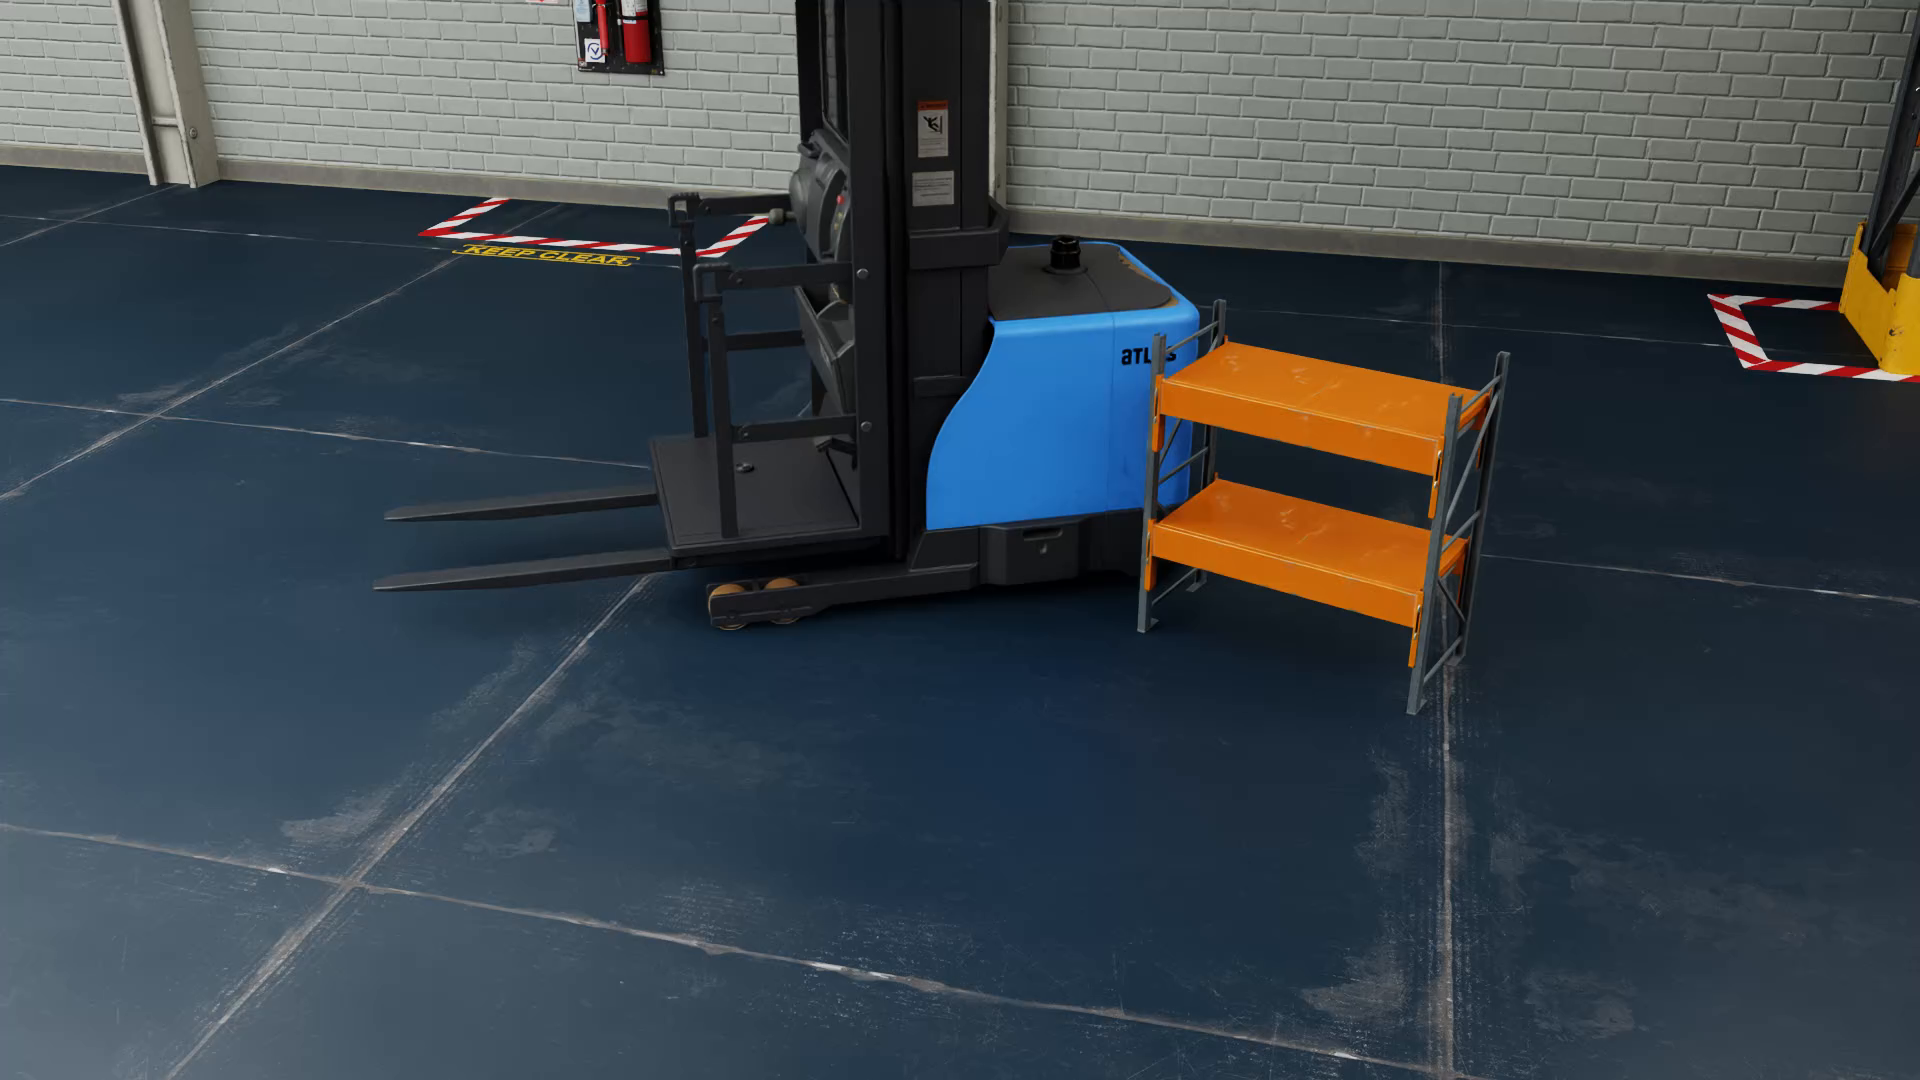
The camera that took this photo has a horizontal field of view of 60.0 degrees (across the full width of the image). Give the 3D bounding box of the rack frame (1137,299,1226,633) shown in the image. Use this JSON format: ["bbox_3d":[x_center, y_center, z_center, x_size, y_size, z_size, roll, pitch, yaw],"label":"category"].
[{"bbox_3d":[0.798,-0.261,5.990,0.032,1.125,0.500,16,30,30],"label":"rack frame"}]

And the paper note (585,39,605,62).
[{"bbox_3d":[-2.465,-3.303,11.223,0.142,0.148,0.016,6,26,13],"label":"paper note"}]

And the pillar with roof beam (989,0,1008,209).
[{"bbox_3d":[-0.999,-4.289,5.290,0.400,9.000,9.100,6,26,13],"label":"pillar with roof beam"}]

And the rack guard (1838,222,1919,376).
[{"bbox_3d":[5.064,-1.308,8.916,0.348,0.500,1.175,6,26,13],"label":"rack guard"}]

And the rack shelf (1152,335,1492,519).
[{"bbox_3d":[1.218,-0.403,5.607,1.000,0.278,0.538,16,30,30],"label":"rack shelf"}]

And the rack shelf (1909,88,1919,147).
[{"bbox_3d":[6.928,-1.906,8.101,4.000,0.370,1.077,6,26,13],"label":"rack shelf"}]

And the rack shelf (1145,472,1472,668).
[{"bbox_3d":[1.218,0.082,5.838,1.000,0.278,0.538,16,30,30],"label":"rack shelf"}]

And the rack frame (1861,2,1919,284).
[{"bbox_3d":[4.991,-2.445,8.396,0.127,3.000,1.000,6,26,13],"label":"rack frame"}]

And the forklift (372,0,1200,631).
[{"bbox_3d":[-0.684,-1.244,5.953,3.031,2.935,1.130,-6,26,-13],"label":"forklift"}]

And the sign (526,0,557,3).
[{"bbox_3d":[-2.820,-3.771,11.140,0.234,0.329,0.001,6,26,13],"label":"sign"}]

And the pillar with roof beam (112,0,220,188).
[{"bbox_3d":[-6.810,-4.931,6.639,0.400,9.000,9.100,6,26,13],"label":"pillar with roof beam"}]

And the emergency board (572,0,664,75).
[{"bbox_3d":[-2.311,-3.653,10.933,0.643,1.169,0.194,6,26,13],"label":"emergency board"}]

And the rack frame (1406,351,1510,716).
[{"bbox_3d":[1.639,-0.016,5.475,0.032,1.125,0.500,16,30,30],"label":"rack frame"}]

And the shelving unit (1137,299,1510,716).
[{"bbox_3d":[1.218,-0.139,5.732,1.048,1.125,0.538,16,30,30],"label":"shelving unit"}]
